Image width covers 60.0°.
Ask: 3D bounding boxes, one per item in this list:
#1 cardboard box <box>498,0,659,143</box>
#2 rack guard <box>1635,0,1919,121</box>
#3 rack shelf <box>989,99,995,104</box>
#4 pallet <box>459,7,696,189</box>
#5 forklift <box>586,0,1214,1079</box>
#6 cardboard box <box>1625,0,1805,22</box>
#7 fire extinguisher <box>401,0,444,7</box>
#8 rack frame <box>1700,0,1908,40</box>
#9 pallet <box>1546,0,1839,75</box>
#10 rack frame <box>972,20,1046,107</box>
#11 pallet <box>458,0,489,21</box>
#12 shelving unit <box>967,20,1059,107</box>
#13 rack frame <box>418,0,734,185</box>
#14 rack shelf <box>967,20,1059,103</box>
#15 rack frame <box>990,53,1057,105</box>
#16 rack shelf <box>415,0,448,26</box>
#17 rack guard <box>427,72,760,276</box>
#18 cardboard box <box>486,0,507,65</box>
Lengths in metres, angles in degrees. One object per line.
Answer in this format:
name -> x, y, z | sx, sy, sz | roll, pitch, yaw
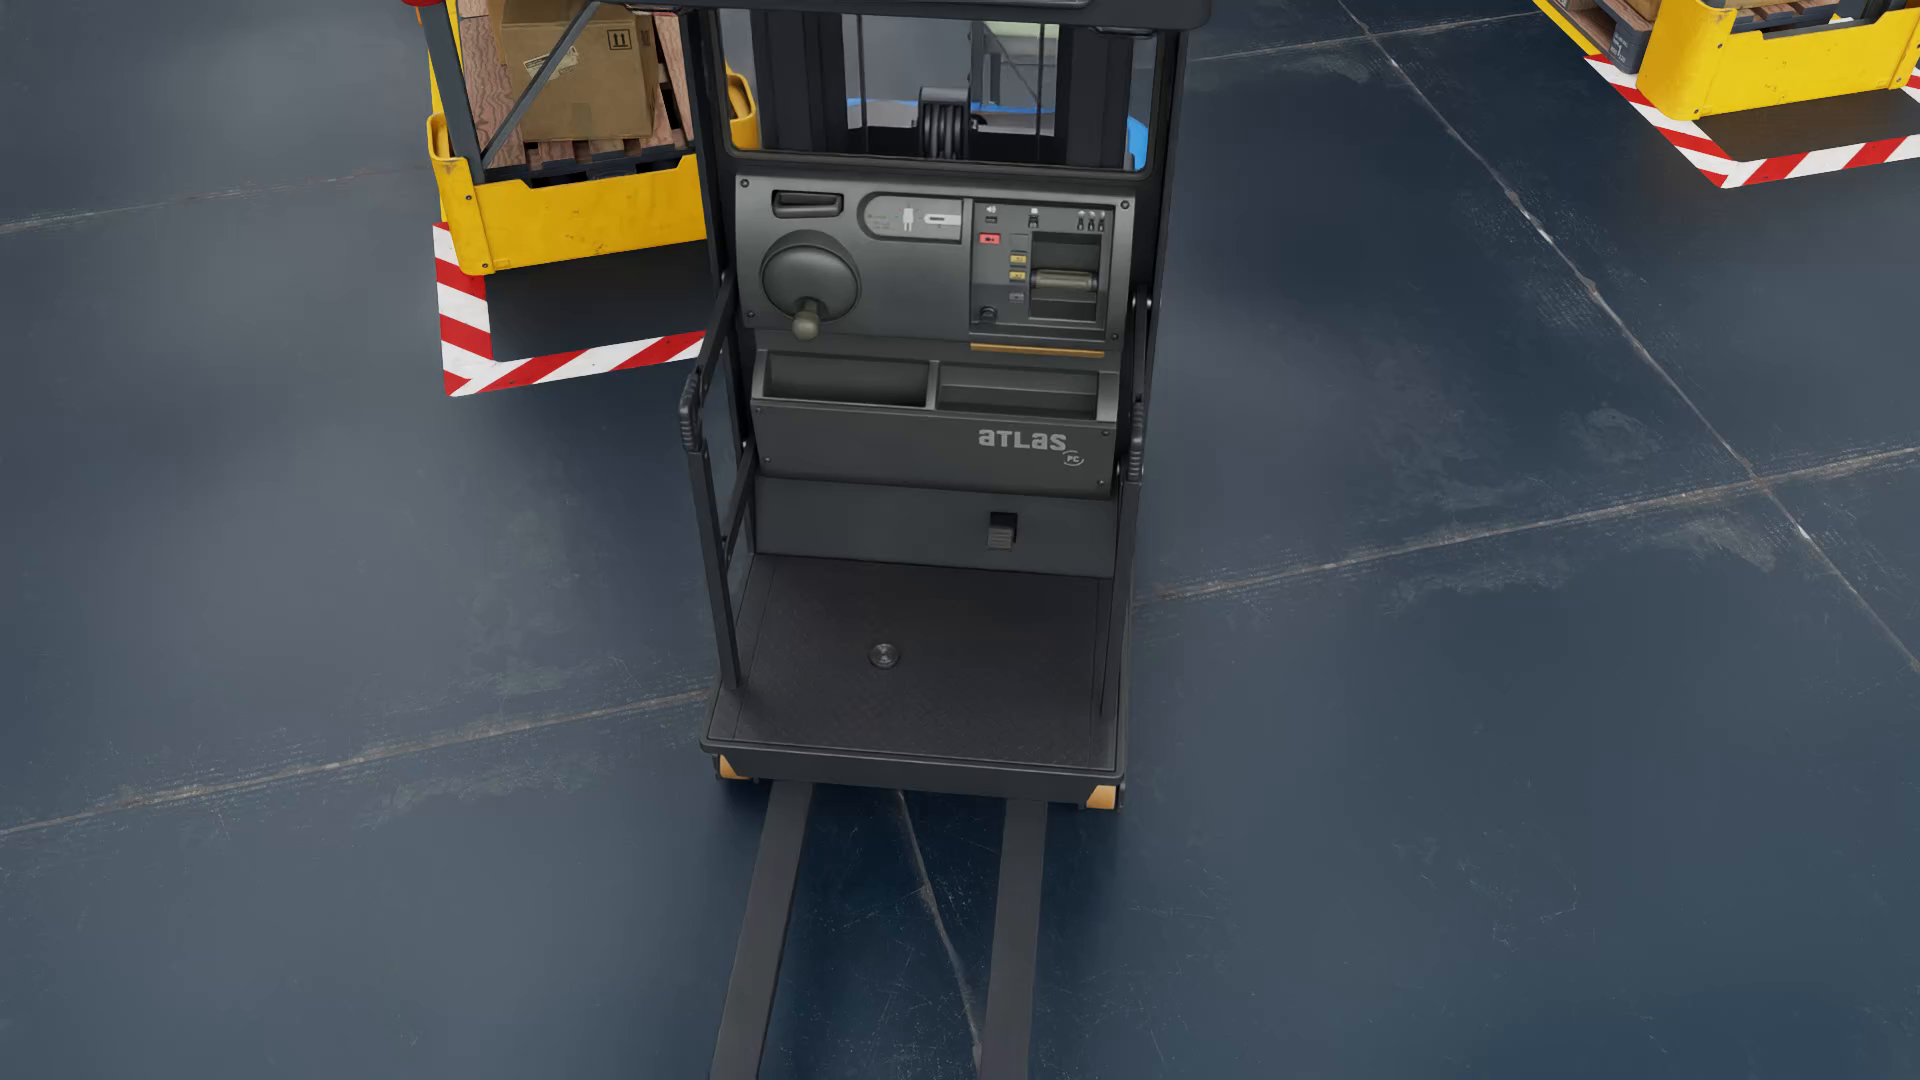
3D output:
cardboard box -> -1.467, -1.907, 6.475 | 0.500, 0.500, 0.500 | -3, 46, -3
rack guard -> 3.504, -2.147, 7.004 | 1.175, 0.500, 0.348 | -11, 47, -10
rack shelf -> 0.272, -1.176, 5.808 | 0.431, 0.370, 0.720 | 4, 46, 4
pallet -> -1.516, -1.845, 6.910 | 1.003, 0.211, 1.213 | -11, 47, -10
forklift -> -0.082, -0.555, 3.742 | 1.130, 2.935, 3.031 | 4, 46, 4
cardboard box -> 3.260, -2.897, 7.183 | 0.875, 0.875, 0.875 | -10, 47, -10
fire extinguisher -> -1.739, -2.011, 5.174 | 0.296, 0.674, 0.183 | -11, 47, -10
rack frame -> 3.497, -3.038, 6.127 | 1.000, 3.000, 0.127 | -11, 47, -10
pallet -> 3.217, -2.600, 7.650 | 1.003, 0.211, 1.213 | -11, 47, -10
rack frame -> 0.236, -1.144, 5.320 | 0.400, 1.500, 0.023 | 4, 46, 4
pallet -> -1.825, -2.685, 7.734 | 1.003, 0.211, 1.213 | -11, 47, -10
shelving unit -> 0.272, -1.404, 5.575 | 0.431, 1.500, 0.755 | 4, 46, 4
rack frame -> -1.323, -2.201, 5.307 | 1.000, 3.000, 0.127 | -11, 47, -10
rack shelf -> 0.272, -1.678, 5.297 | 0.431, 0.370, 0.720 | 4, 46, 4
rack frame -> 0.309, -1.664, 5.830 | 0.400, 1.500, 0.023 | 4, 46, 4
rack shelf -> -1.835, -3.330, 6.917 | 1.077, 0.370, 4.000 | -11, 47, -10
rack guard -> -1.343, -1.379, 6.251 | 1.175, 0.500, 0.348 | -11, 47, -10
cardboard box -> -1.653, -2.314, 6.873 | 0.500, 0.500, 0.500 | 0, 46, 0
